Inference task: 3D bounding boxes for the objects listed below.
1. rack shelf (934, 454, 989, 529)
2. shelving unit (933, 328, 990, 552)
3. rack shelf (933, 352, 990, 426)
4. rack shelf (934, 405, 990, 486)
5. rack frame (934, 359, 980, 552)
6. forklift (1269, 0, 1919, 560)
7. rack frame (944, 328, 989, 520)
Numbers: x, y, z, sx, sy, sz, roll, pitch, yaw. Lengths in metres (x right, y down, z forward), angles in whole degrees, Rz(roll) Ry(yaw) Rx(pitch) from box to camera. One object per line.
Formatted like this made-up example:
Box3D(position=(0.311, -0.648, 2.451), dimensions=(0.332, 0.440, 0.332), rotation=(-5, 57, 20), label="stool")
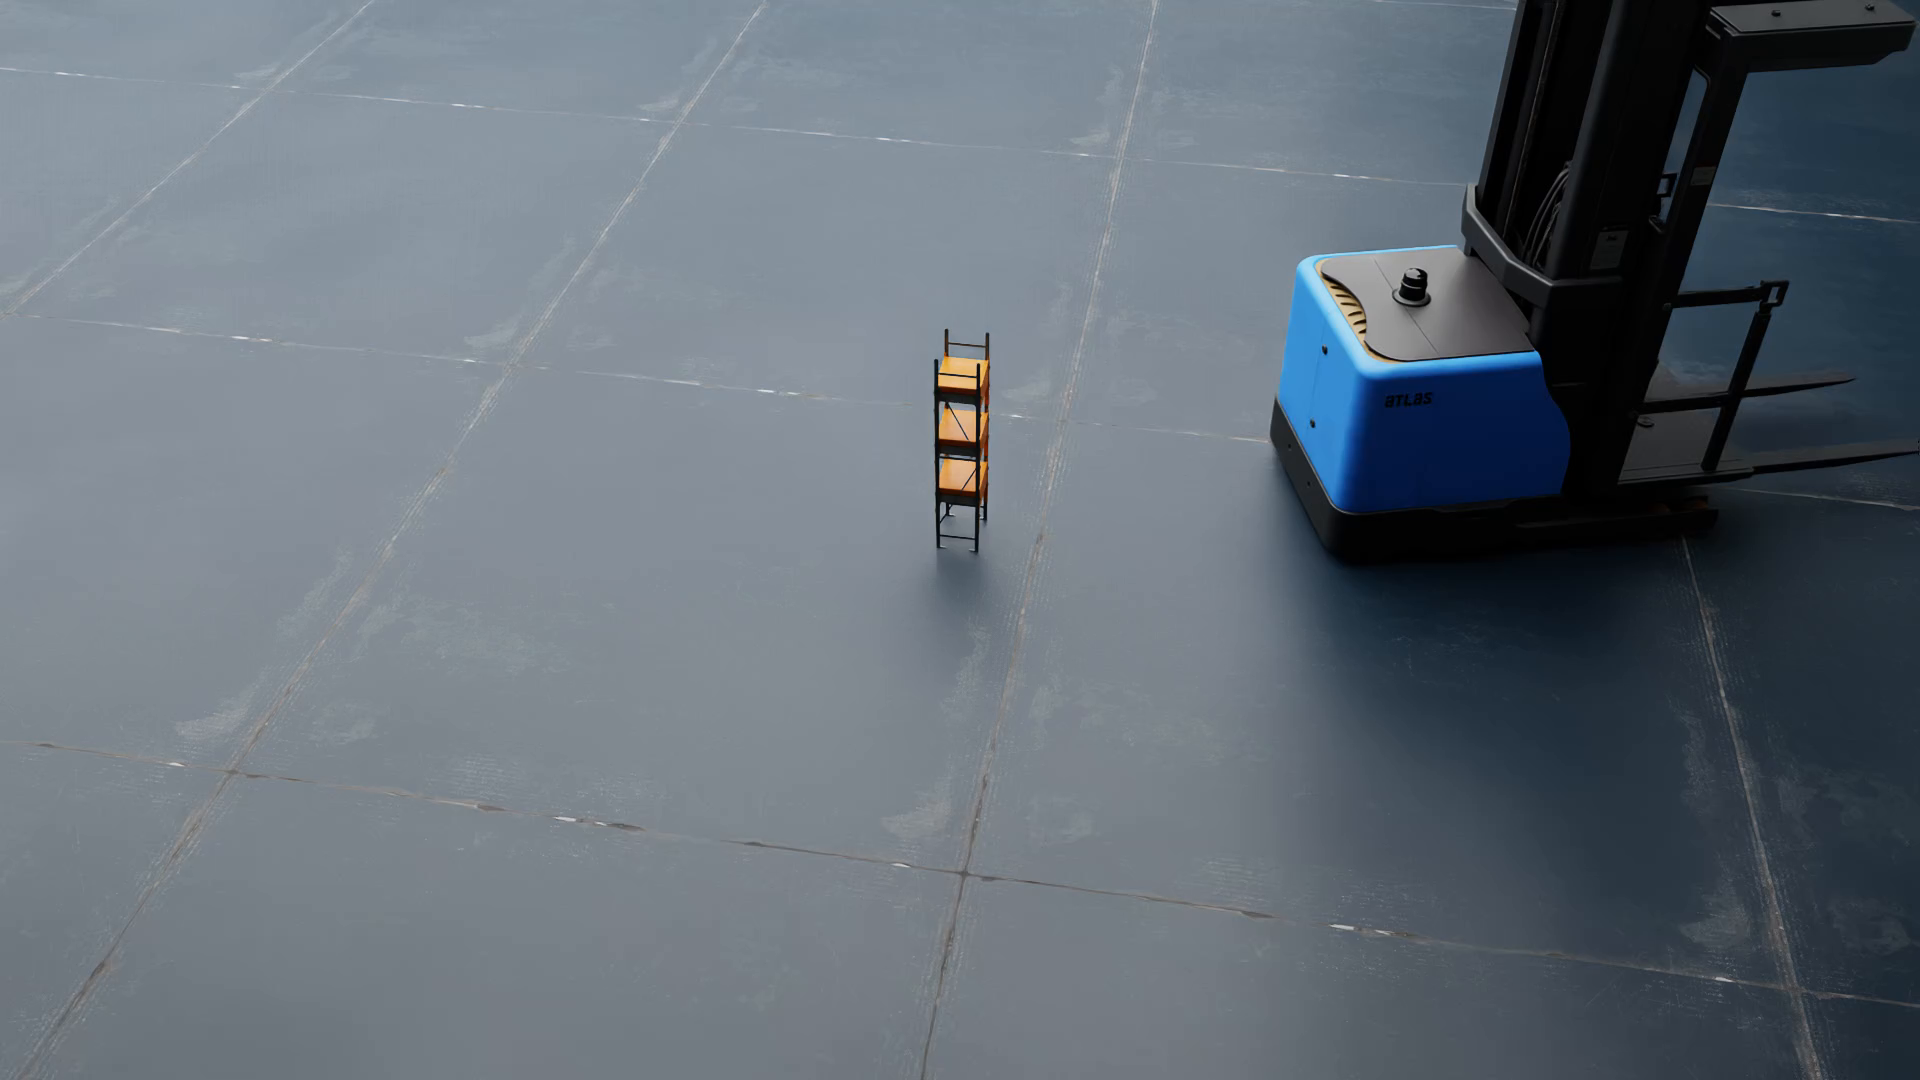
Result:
Box3D(position=(0.009, -0.216, 7.737), dimensions=(0.215, 0.259, 0.240), rotation=(6, 40, 8), label="rack shelf")
Box3D(position=(0.009, -0.438, 7.553), dimensions=(0.215, 1.050, 0.252), rotation=(6, 40, 8), label="shelving unit")
Box3D(position=(0.009, -0.649, 7.379), dimensions=(0.215, 0.259, 0.240), rotation=(6, 40, 8), label="rack shelf")
Box3D(position=(0.009, -0.430, 7.560), dimensions=(0.215, 0.259, 0.240), rotation=(6, 40, 8), label="rack shelf")
Box3D(position=(-0.012, -0.362, 7.460), dimensions=(0.200, 1.050, 0.008), rotation=(6, 40, 8), label="rack frame")
Box3D(position=(3.119, -1.467, 7.321), dimensions=(3.031, 2.935, 1.130), rotation=(-5, 40, -7), label="forklift")
Box3D(position=(0.030, -0.515, 7.646), dimensions=(0.200, 1.050, 0.008), rotation=(6, 40, 8), label="rack frame")
